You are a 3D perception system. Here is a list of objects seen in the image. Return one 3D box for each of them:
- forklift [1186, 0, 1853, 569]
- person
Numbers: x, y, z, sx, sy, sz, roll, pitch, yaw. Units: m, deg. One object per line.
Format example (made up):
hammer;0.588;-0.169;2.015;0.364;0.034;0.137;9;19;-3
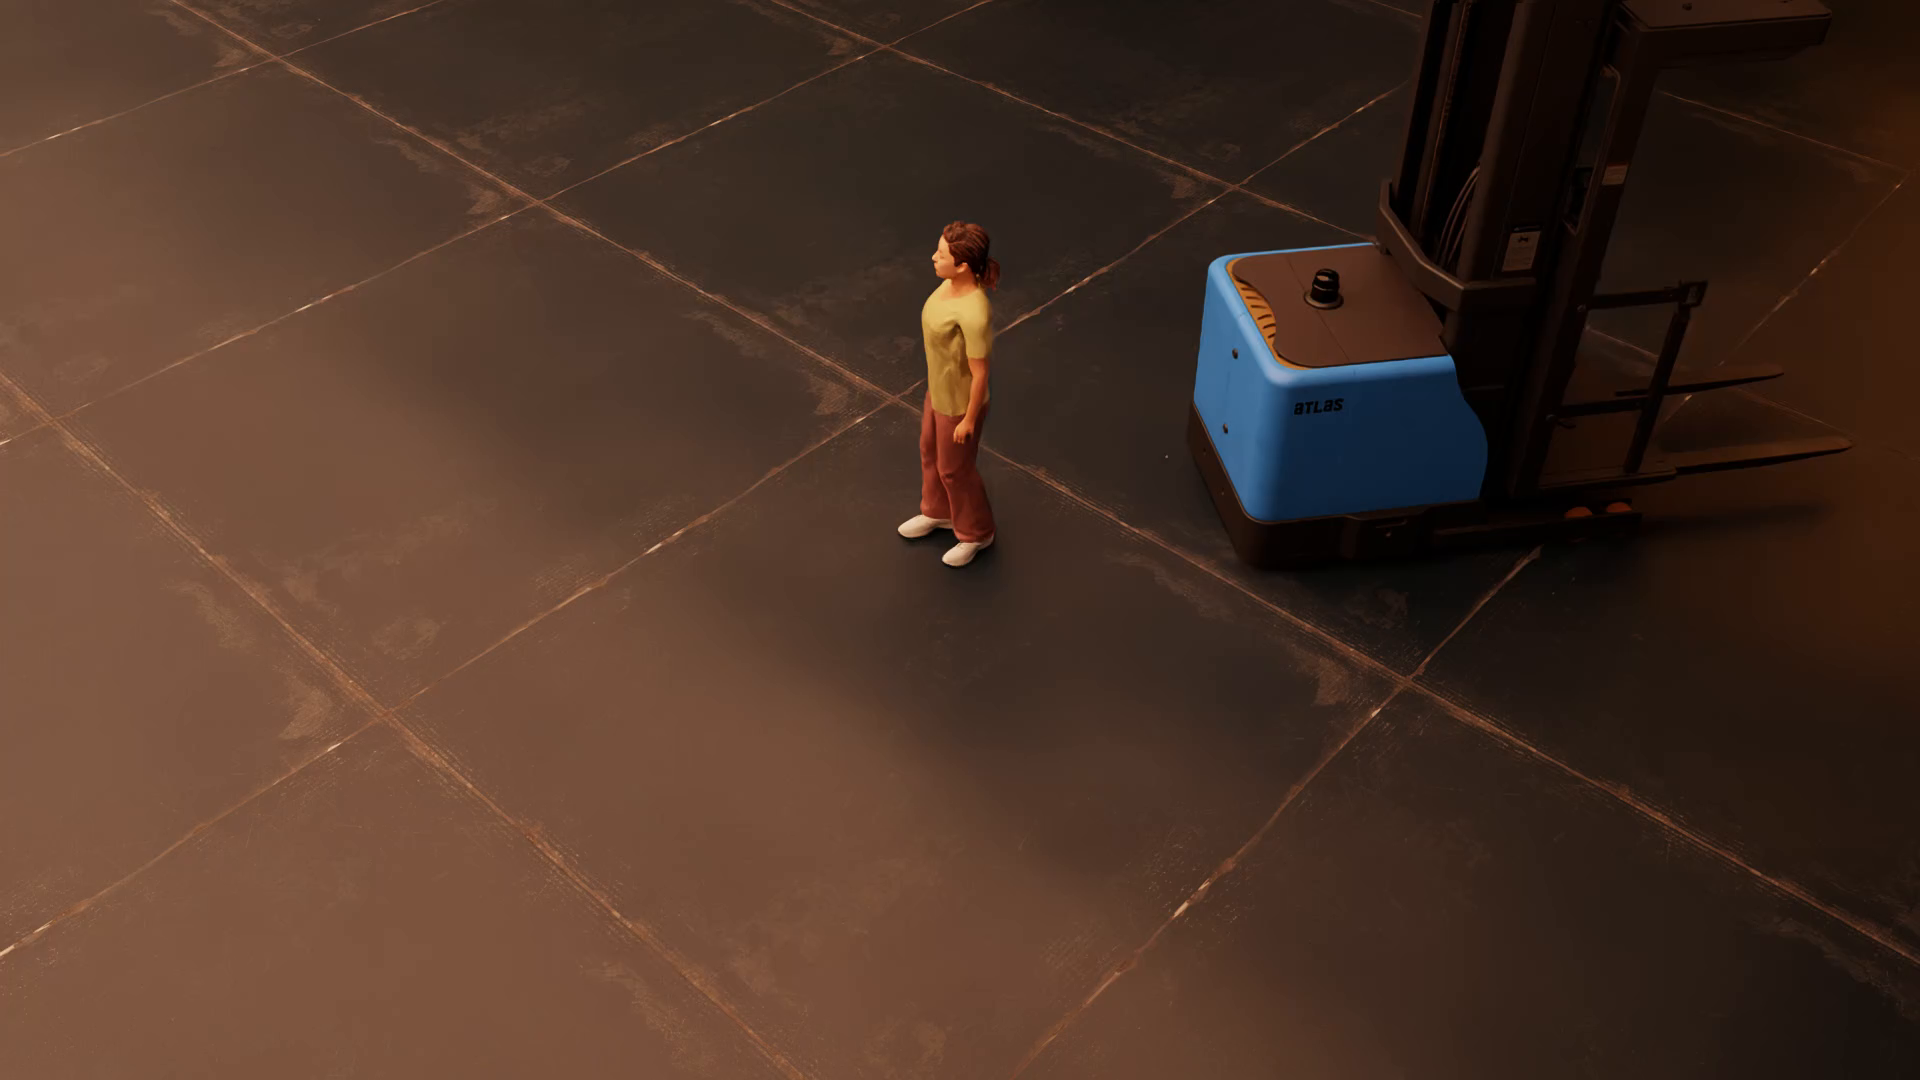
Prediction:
forklift;2.674;-1.437;7.103;3.031;2.935;1.130;-6;41;-7
person;-0.047;-0.605;7.113;0.451;1.665;0.466;-5;41;-6
